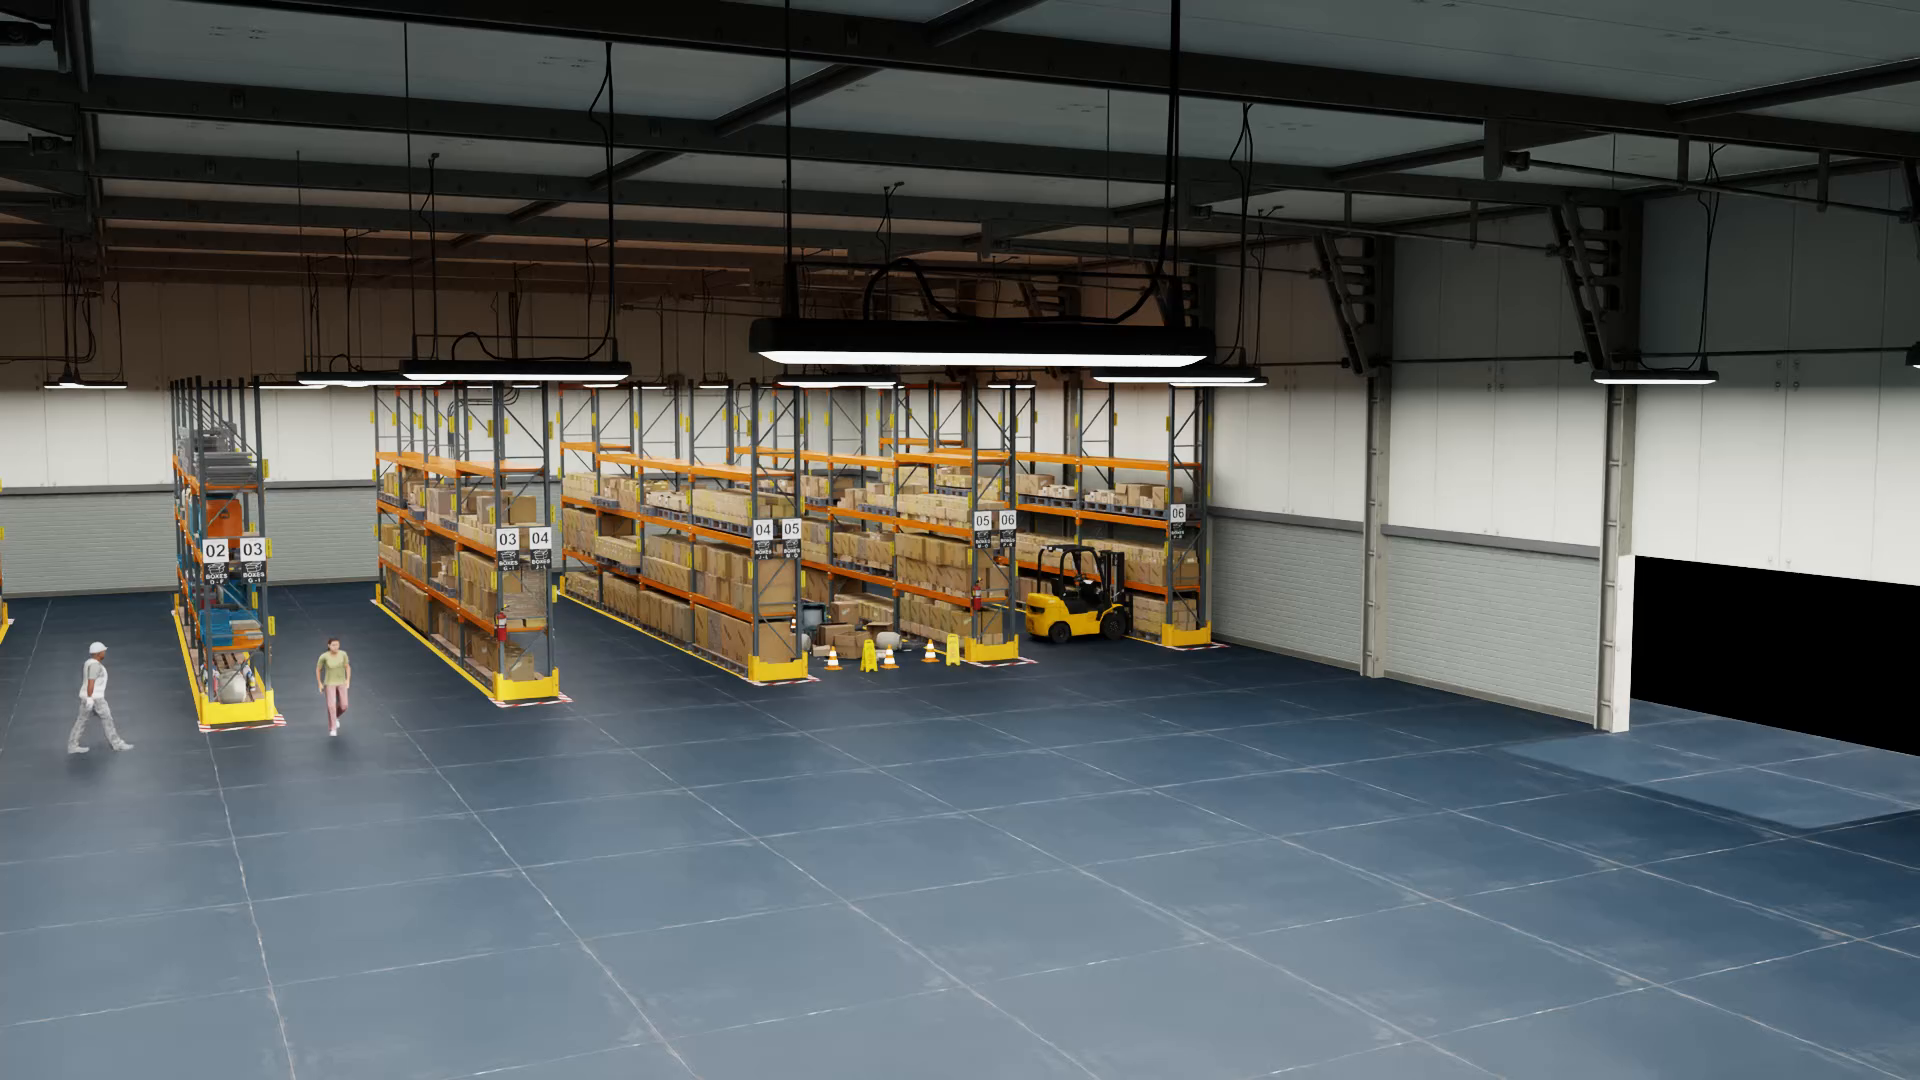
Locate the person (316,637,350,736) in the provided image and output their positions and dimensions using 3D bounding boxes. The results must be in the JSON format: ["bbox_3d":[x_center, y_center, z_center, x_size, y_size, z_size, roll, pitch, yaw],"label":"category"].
[{"bbox_3d":[-10.528,2.429,27.920,0.535,1.651,0.640,-4,6,-35],"label":"person"}]

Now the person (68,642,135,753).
[{"bbox_3d":[-13.690,2.488,26.399,0.924,1.735,0.602,-5,7,-42],"label":"person"}]
